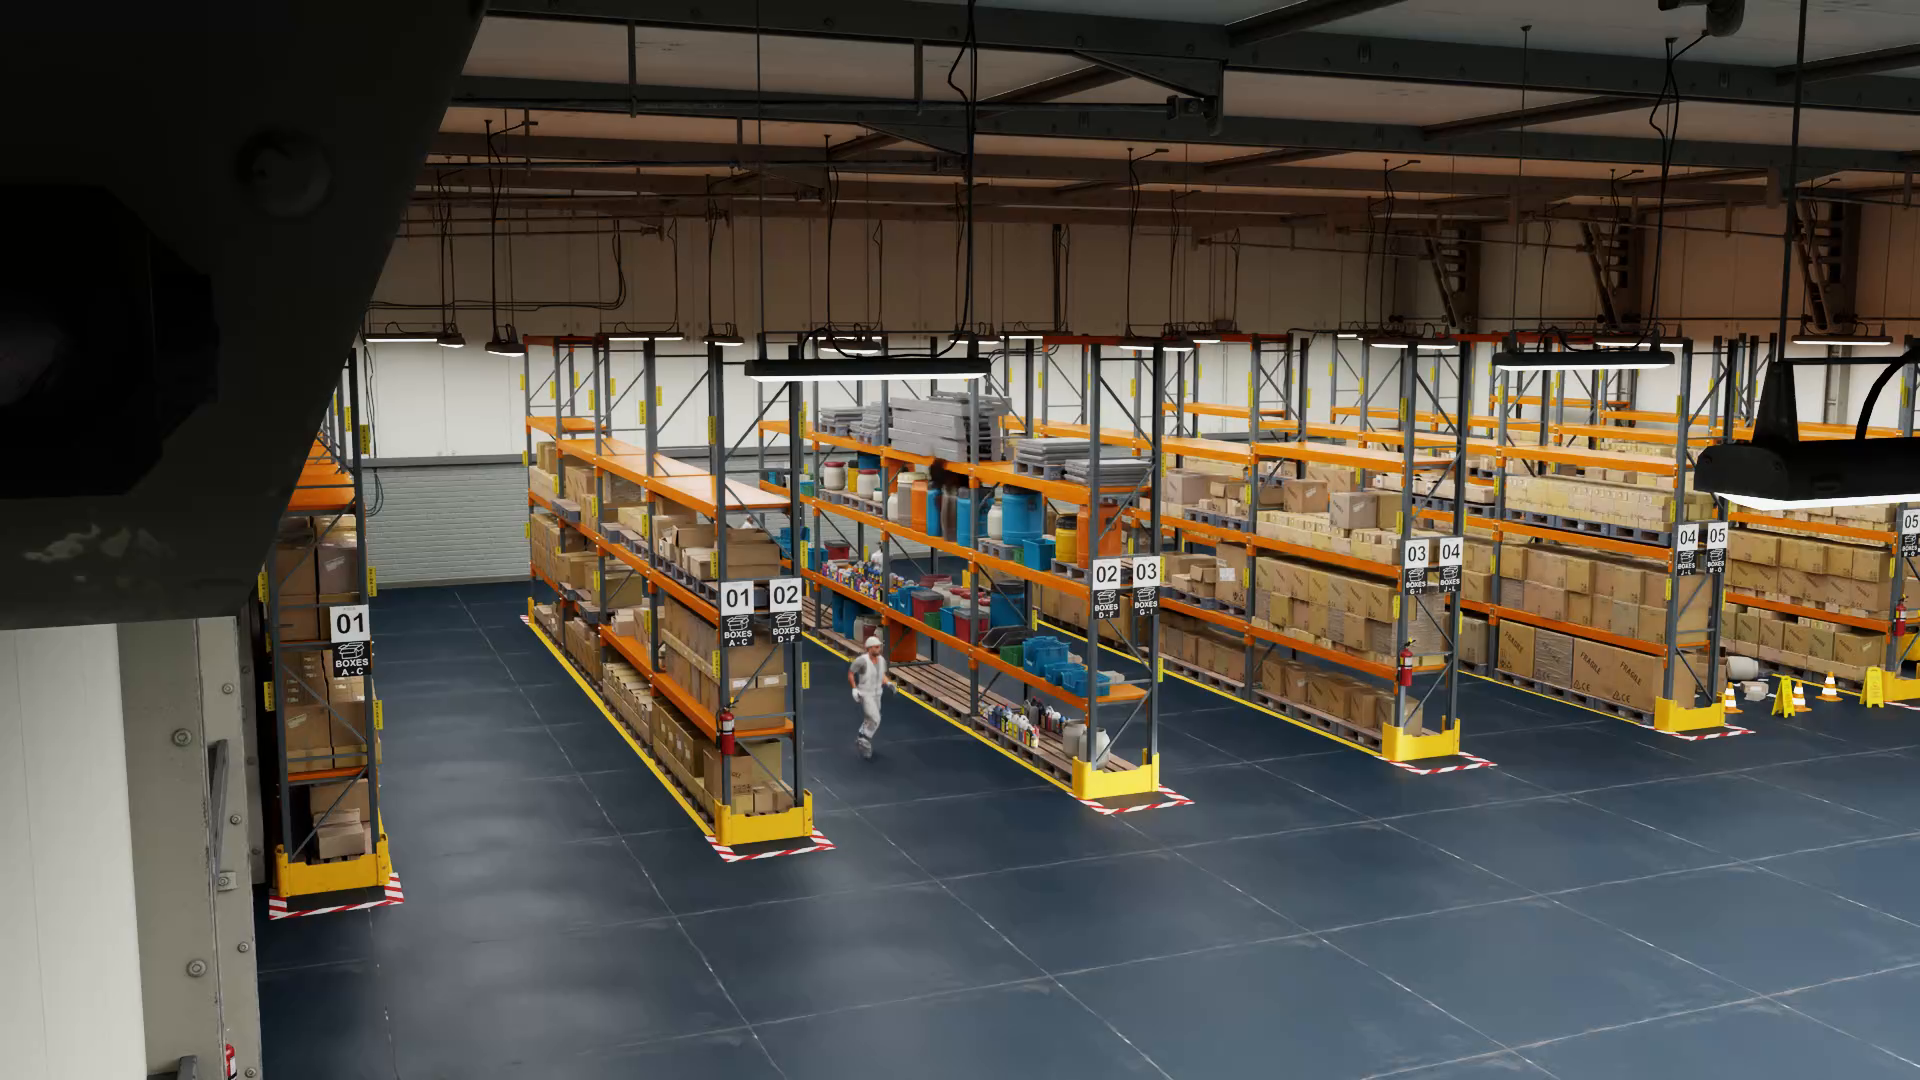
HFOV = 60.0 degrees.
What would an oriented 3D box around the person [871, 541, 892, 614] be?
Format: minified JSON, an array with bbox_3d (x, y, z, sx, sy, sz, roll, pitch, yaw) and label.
[{"bbox_3d":[-1.735,0.781,35.777,0.575,1.641,0.720,-5,9,-34],"label":"person"}]

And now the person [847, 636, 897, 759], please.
[{"bbox_3d":[-1.288,2.283,24.085,0.797,1.818,0.577,7,10,42],"label":"person"}]

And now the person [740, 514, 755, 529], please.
[{"bbox_3d":[-4.976,0.220,39.361,0.848,1.836,0.671,0,8,3],"label":"person"}]
